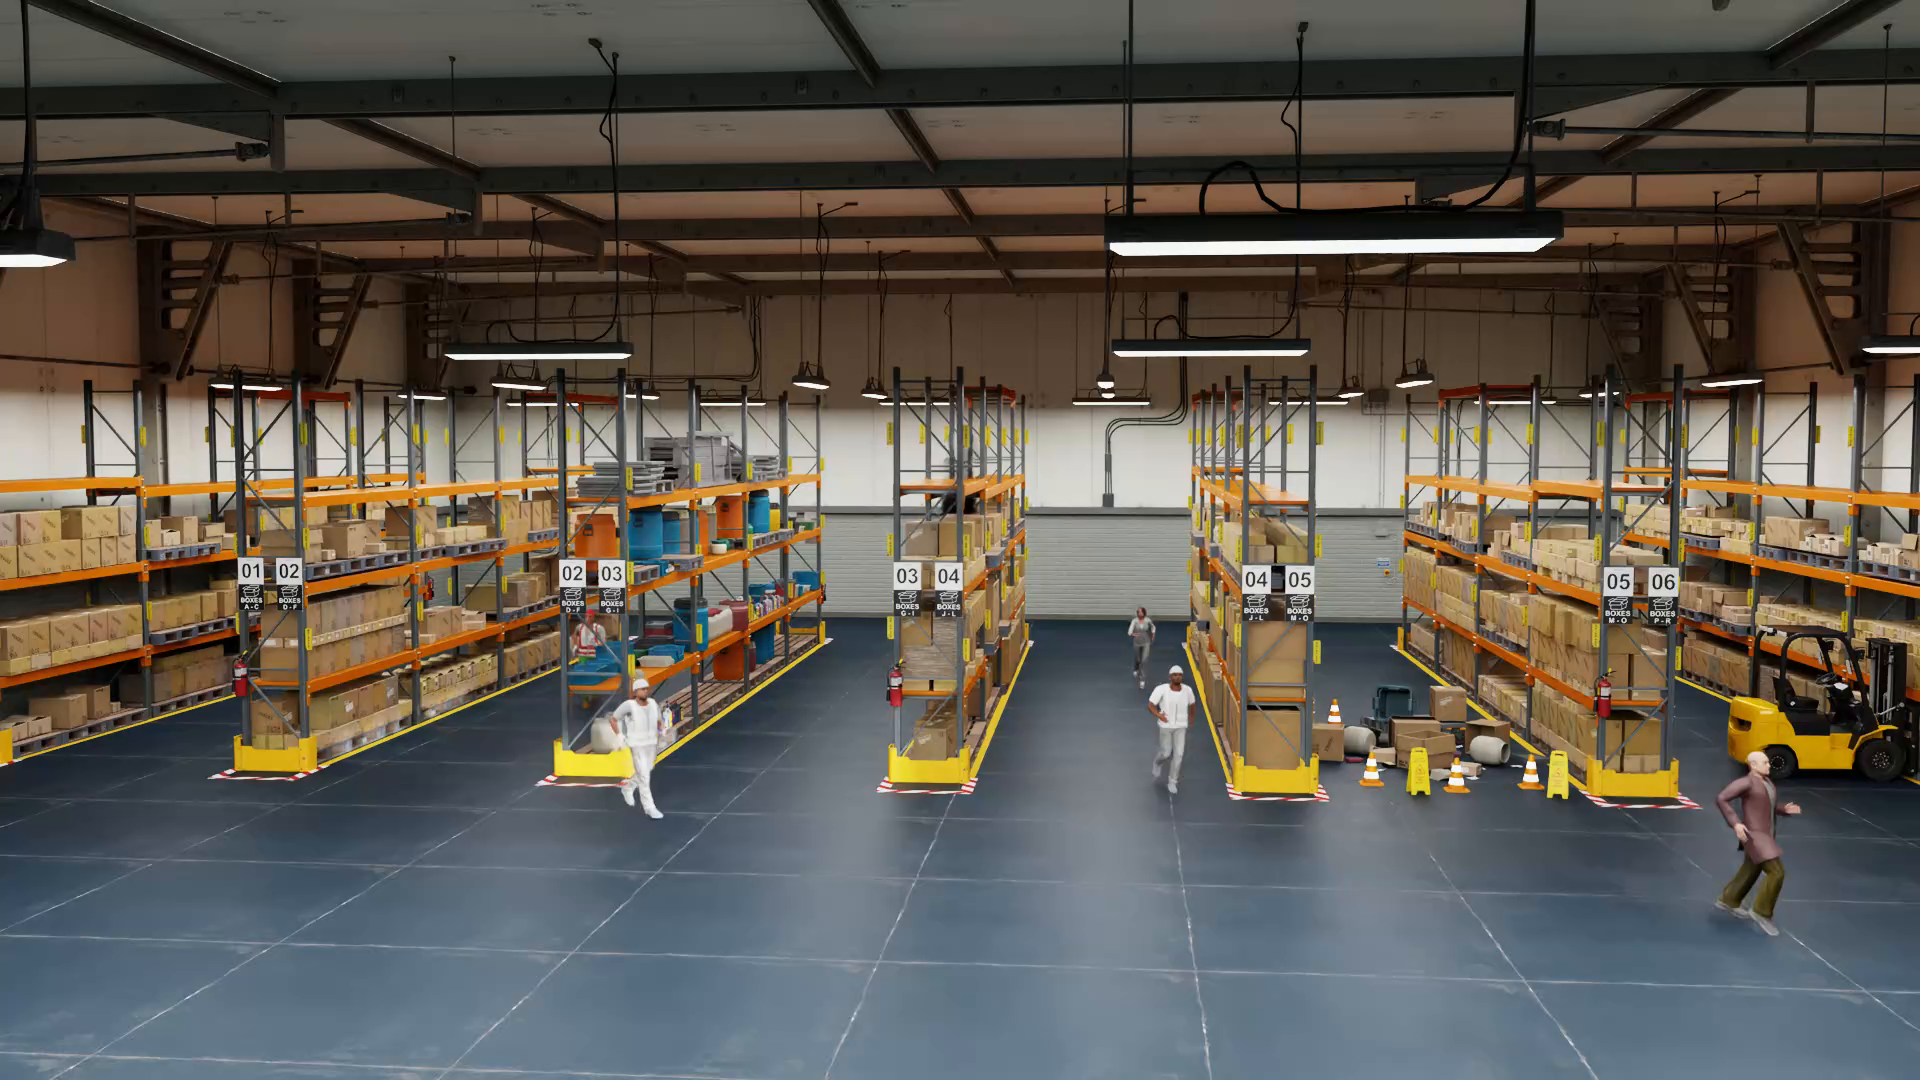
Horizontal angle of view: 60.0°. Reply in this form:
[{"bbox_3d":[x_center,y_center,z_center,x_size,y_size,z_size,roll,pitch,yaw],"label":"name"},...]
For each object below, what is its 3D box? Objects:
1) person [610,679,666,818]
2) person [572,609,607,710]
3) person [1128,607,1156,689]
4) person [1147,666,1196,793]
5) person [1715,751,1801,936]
[{"bbox_3d":[-4.222,2.722,22.009,0.972,1.784,0.696,3,5,41],"label":"person"},{"bbox_3d":[-6.866,2.189,30.817,0.643,1.844,0.876,0,4,-7],"label":"person"},{"bbox_3d":[3.655,2.130,33.420,0.551,1.603,0.882,0,4,7],"label":"person"},{"bbox_3d":[3.040,2.674,23.736,0.721,1.774,0.778,0,4,-8],"label":"person"},{"bbox_3d":[8.105,3.067,16.916,0.825,1.842,0.668,4,5,45],"label":"person"}]
